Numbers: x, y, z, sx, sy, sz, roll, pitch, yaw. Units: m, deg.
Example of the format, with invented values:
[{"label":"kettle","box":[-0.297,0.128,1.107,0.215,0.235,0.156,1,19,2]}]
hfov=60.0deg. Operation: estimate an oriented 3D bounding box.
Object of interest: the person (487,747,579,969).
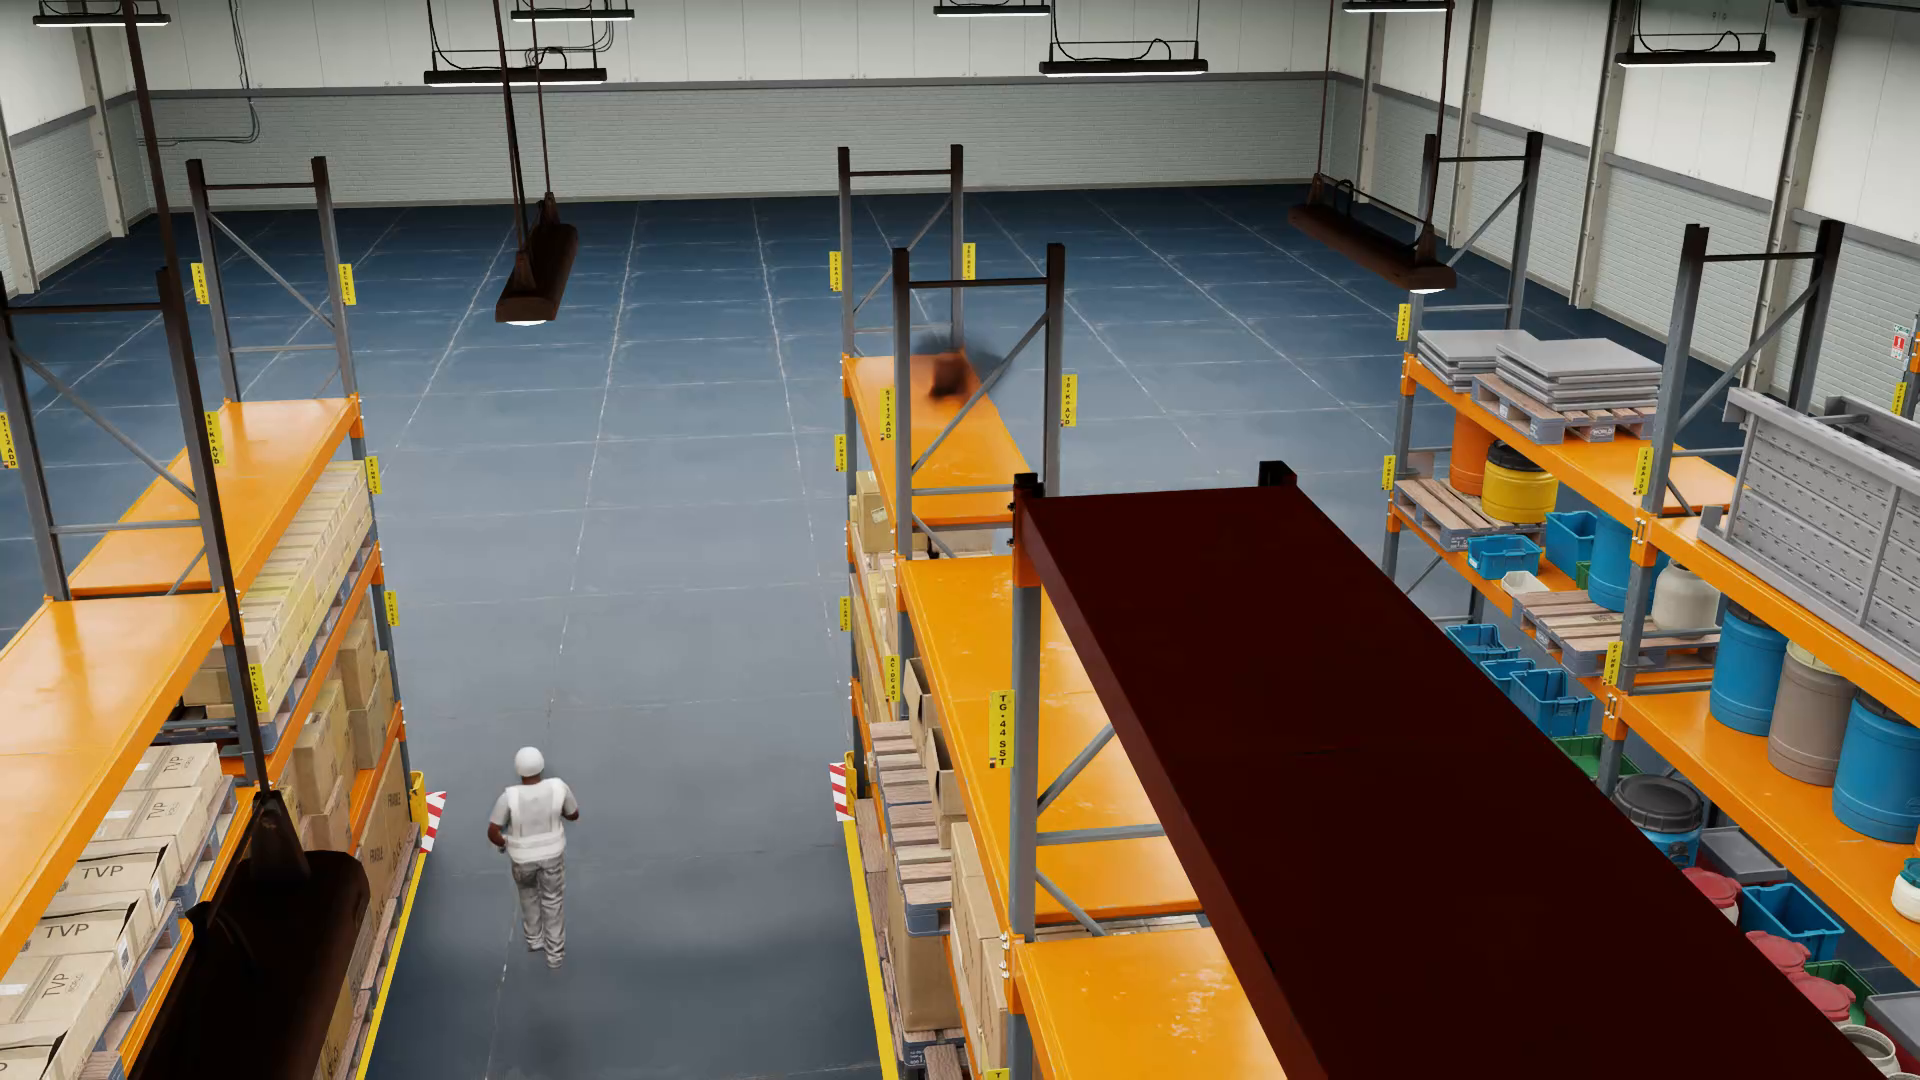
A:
[{"label":"person","box":[-3.177,2.375,12.509,0.659,1.889,0.697,-6,22,-14]}]
